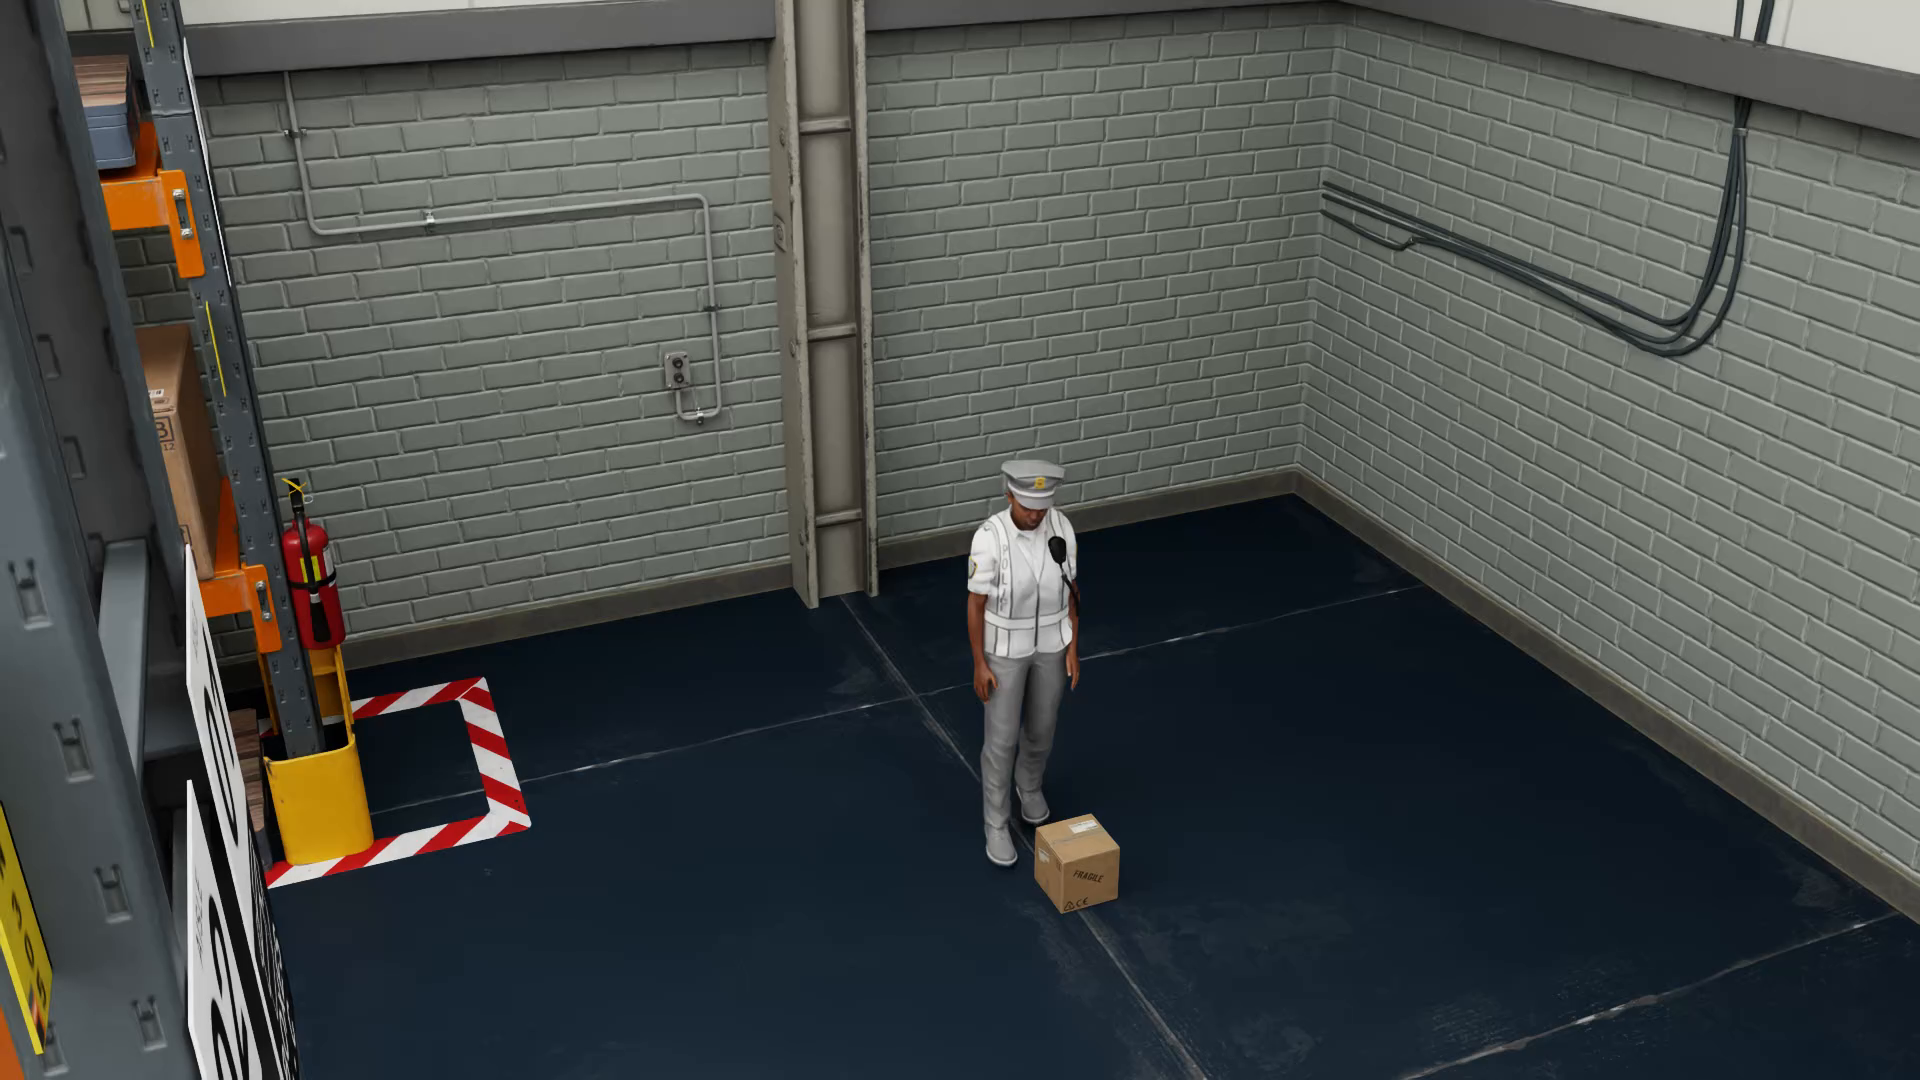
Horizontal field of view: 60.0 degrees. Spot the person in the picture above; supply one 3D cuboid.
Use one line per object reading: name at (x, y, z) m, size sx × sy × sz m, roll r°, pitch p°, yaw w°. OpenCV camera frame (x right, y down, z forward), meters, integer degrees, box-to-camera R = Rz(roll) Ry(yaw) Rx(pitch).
person at (0.262, 0.462, 6.648) m, size 0.463 × 1.668 × 0.505 m, roll -8°, pitch 27°, yaw -15°
